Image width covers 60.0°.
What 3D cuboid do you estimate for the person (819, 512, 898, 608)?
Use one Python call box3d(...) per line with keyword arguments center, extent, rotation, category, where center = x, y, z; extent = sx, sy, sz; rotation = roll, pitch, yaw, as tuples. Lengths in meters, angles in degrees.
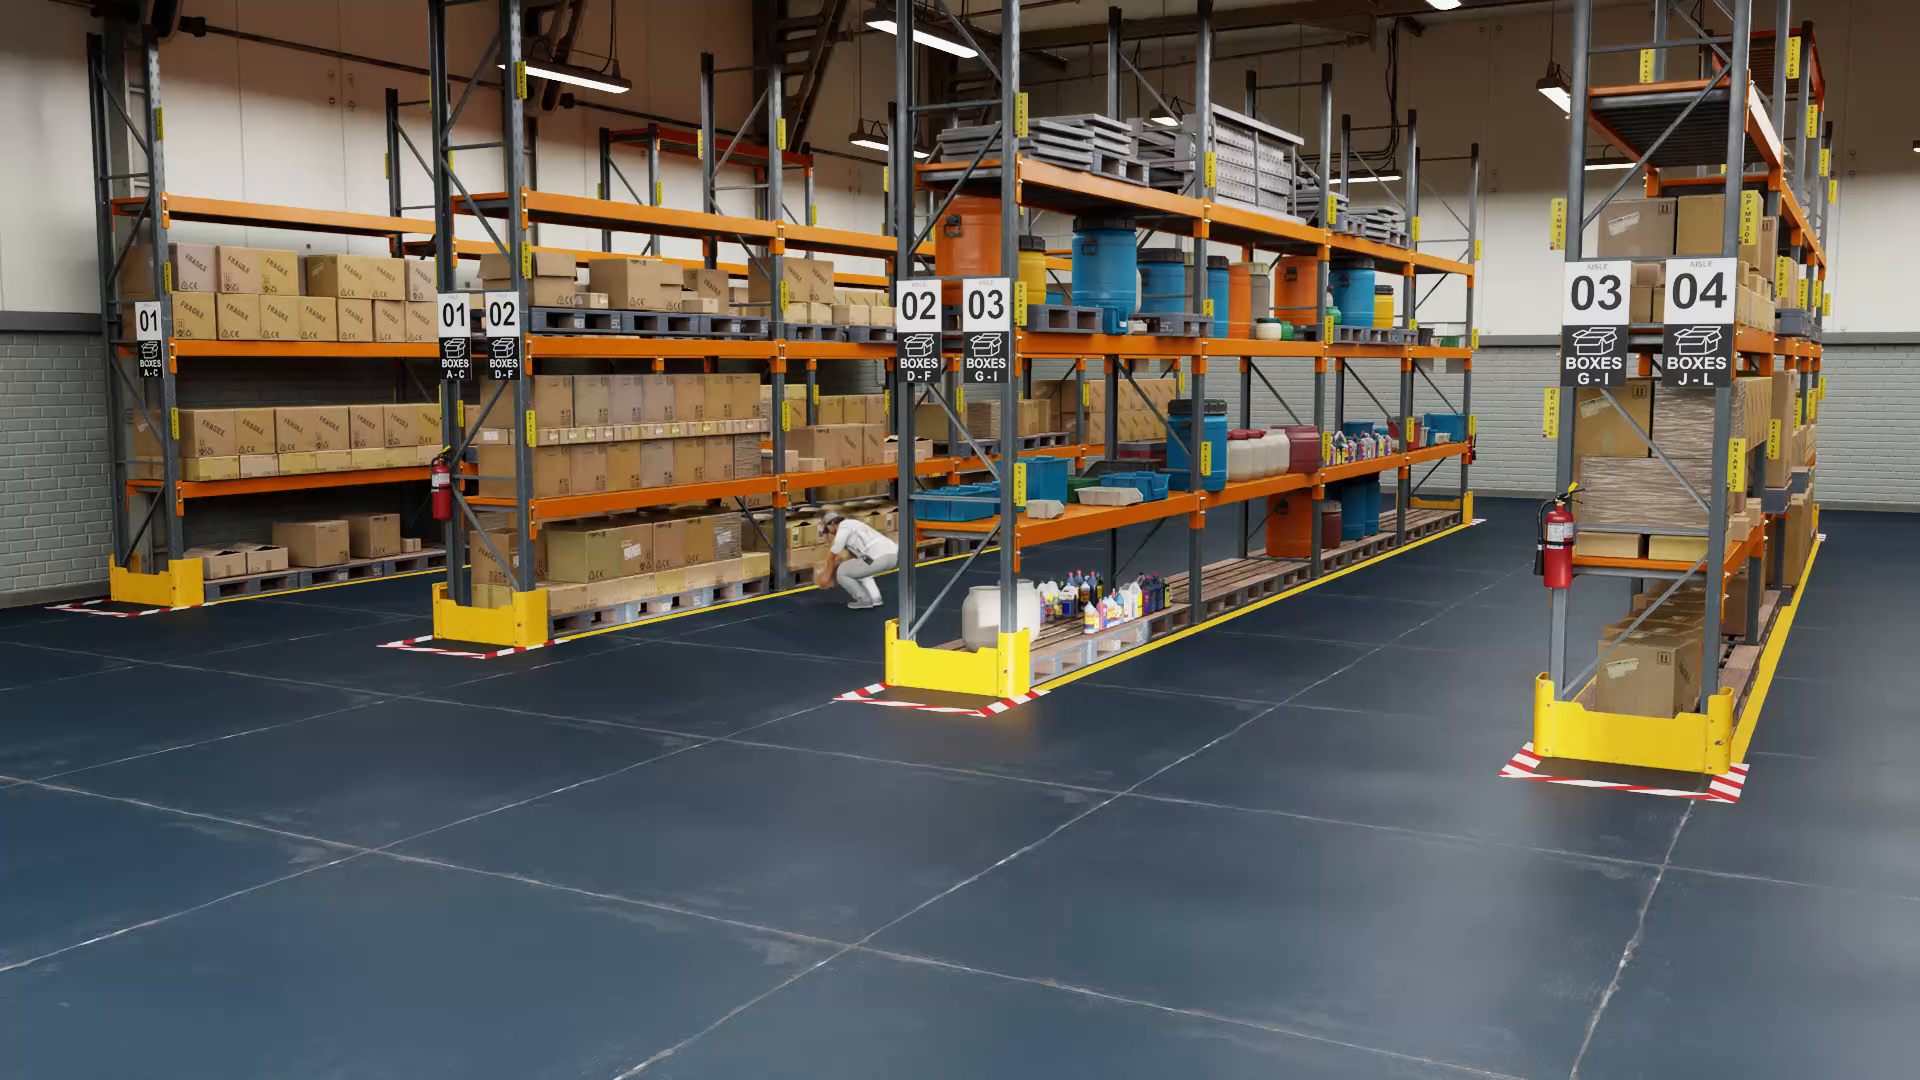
box3d(center=(-1.077, 0.209, 17.566), extent=(0.817, 1.002, 0.520), rotation=(3, 7, 28), category="person")
